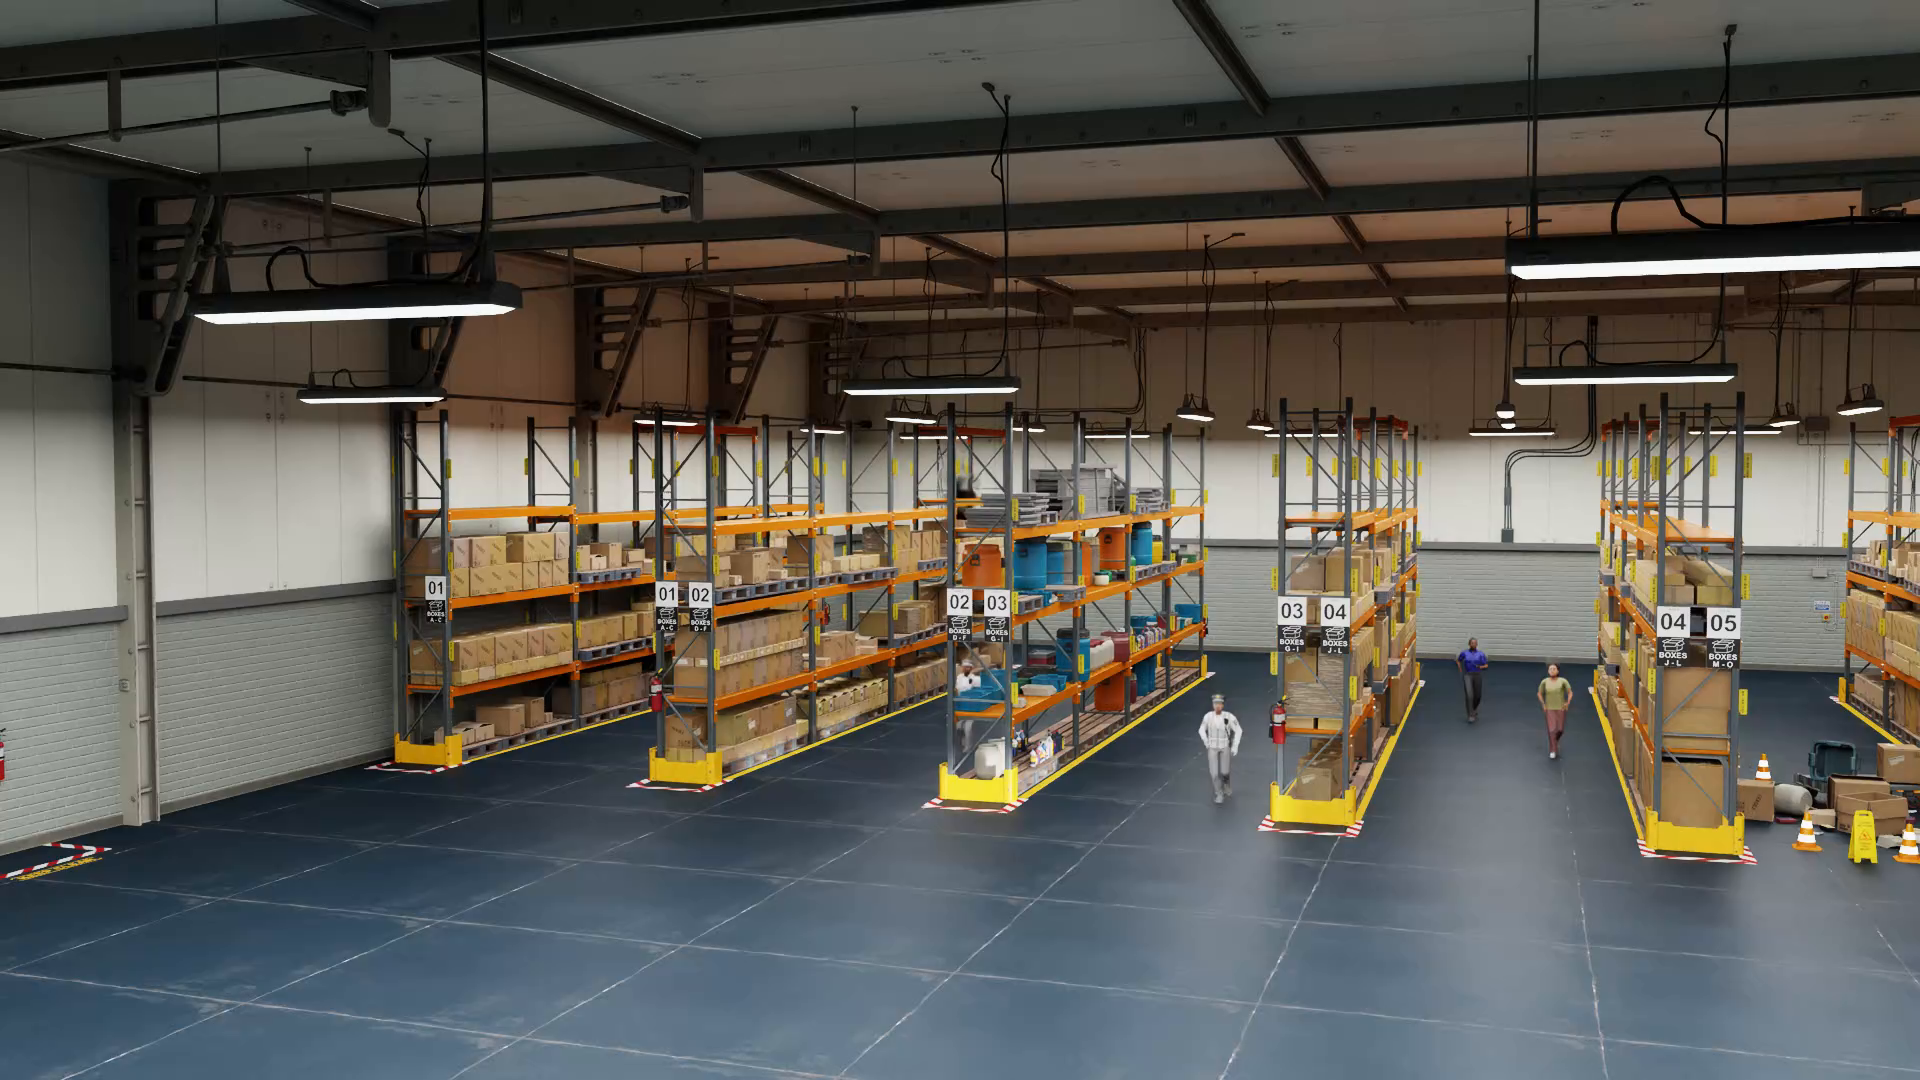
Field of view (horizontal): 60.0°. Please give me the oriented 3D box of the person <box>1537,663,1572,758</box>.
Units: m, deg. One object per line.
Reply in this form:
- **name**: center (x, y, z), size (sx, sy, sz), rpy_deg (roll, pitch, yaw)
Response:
- **person**: center (10.330, 2.954, 28.900), size (0.580, 1.636, 0.547), rpy_deg (1, 3, 22)

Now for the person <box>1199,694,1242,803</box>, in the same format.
- **person**: center (3.872, 3.117, 24.859), size (0.635, 1.645, 0.550), rpy_deg (1, 3, 19)

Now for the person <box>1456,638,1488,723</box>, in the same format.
- **person**: center (10.160, 2.751, 32.973), size (0.583, 1.633, 0.924), rpy_deg (0, 2, 11)

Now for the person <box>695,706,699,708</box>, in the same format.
- **person**: center (-4.705, 2.861, 30.807), size (0.551, 1.637, 0.558), rpy_deg (1, 3, 19)

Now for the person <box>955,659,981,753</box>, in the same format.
- **person**: center (0.118, 2.916, 29.319), size (0.572, 1.652, 0.576), rpy_deg (1, 3, 18)
